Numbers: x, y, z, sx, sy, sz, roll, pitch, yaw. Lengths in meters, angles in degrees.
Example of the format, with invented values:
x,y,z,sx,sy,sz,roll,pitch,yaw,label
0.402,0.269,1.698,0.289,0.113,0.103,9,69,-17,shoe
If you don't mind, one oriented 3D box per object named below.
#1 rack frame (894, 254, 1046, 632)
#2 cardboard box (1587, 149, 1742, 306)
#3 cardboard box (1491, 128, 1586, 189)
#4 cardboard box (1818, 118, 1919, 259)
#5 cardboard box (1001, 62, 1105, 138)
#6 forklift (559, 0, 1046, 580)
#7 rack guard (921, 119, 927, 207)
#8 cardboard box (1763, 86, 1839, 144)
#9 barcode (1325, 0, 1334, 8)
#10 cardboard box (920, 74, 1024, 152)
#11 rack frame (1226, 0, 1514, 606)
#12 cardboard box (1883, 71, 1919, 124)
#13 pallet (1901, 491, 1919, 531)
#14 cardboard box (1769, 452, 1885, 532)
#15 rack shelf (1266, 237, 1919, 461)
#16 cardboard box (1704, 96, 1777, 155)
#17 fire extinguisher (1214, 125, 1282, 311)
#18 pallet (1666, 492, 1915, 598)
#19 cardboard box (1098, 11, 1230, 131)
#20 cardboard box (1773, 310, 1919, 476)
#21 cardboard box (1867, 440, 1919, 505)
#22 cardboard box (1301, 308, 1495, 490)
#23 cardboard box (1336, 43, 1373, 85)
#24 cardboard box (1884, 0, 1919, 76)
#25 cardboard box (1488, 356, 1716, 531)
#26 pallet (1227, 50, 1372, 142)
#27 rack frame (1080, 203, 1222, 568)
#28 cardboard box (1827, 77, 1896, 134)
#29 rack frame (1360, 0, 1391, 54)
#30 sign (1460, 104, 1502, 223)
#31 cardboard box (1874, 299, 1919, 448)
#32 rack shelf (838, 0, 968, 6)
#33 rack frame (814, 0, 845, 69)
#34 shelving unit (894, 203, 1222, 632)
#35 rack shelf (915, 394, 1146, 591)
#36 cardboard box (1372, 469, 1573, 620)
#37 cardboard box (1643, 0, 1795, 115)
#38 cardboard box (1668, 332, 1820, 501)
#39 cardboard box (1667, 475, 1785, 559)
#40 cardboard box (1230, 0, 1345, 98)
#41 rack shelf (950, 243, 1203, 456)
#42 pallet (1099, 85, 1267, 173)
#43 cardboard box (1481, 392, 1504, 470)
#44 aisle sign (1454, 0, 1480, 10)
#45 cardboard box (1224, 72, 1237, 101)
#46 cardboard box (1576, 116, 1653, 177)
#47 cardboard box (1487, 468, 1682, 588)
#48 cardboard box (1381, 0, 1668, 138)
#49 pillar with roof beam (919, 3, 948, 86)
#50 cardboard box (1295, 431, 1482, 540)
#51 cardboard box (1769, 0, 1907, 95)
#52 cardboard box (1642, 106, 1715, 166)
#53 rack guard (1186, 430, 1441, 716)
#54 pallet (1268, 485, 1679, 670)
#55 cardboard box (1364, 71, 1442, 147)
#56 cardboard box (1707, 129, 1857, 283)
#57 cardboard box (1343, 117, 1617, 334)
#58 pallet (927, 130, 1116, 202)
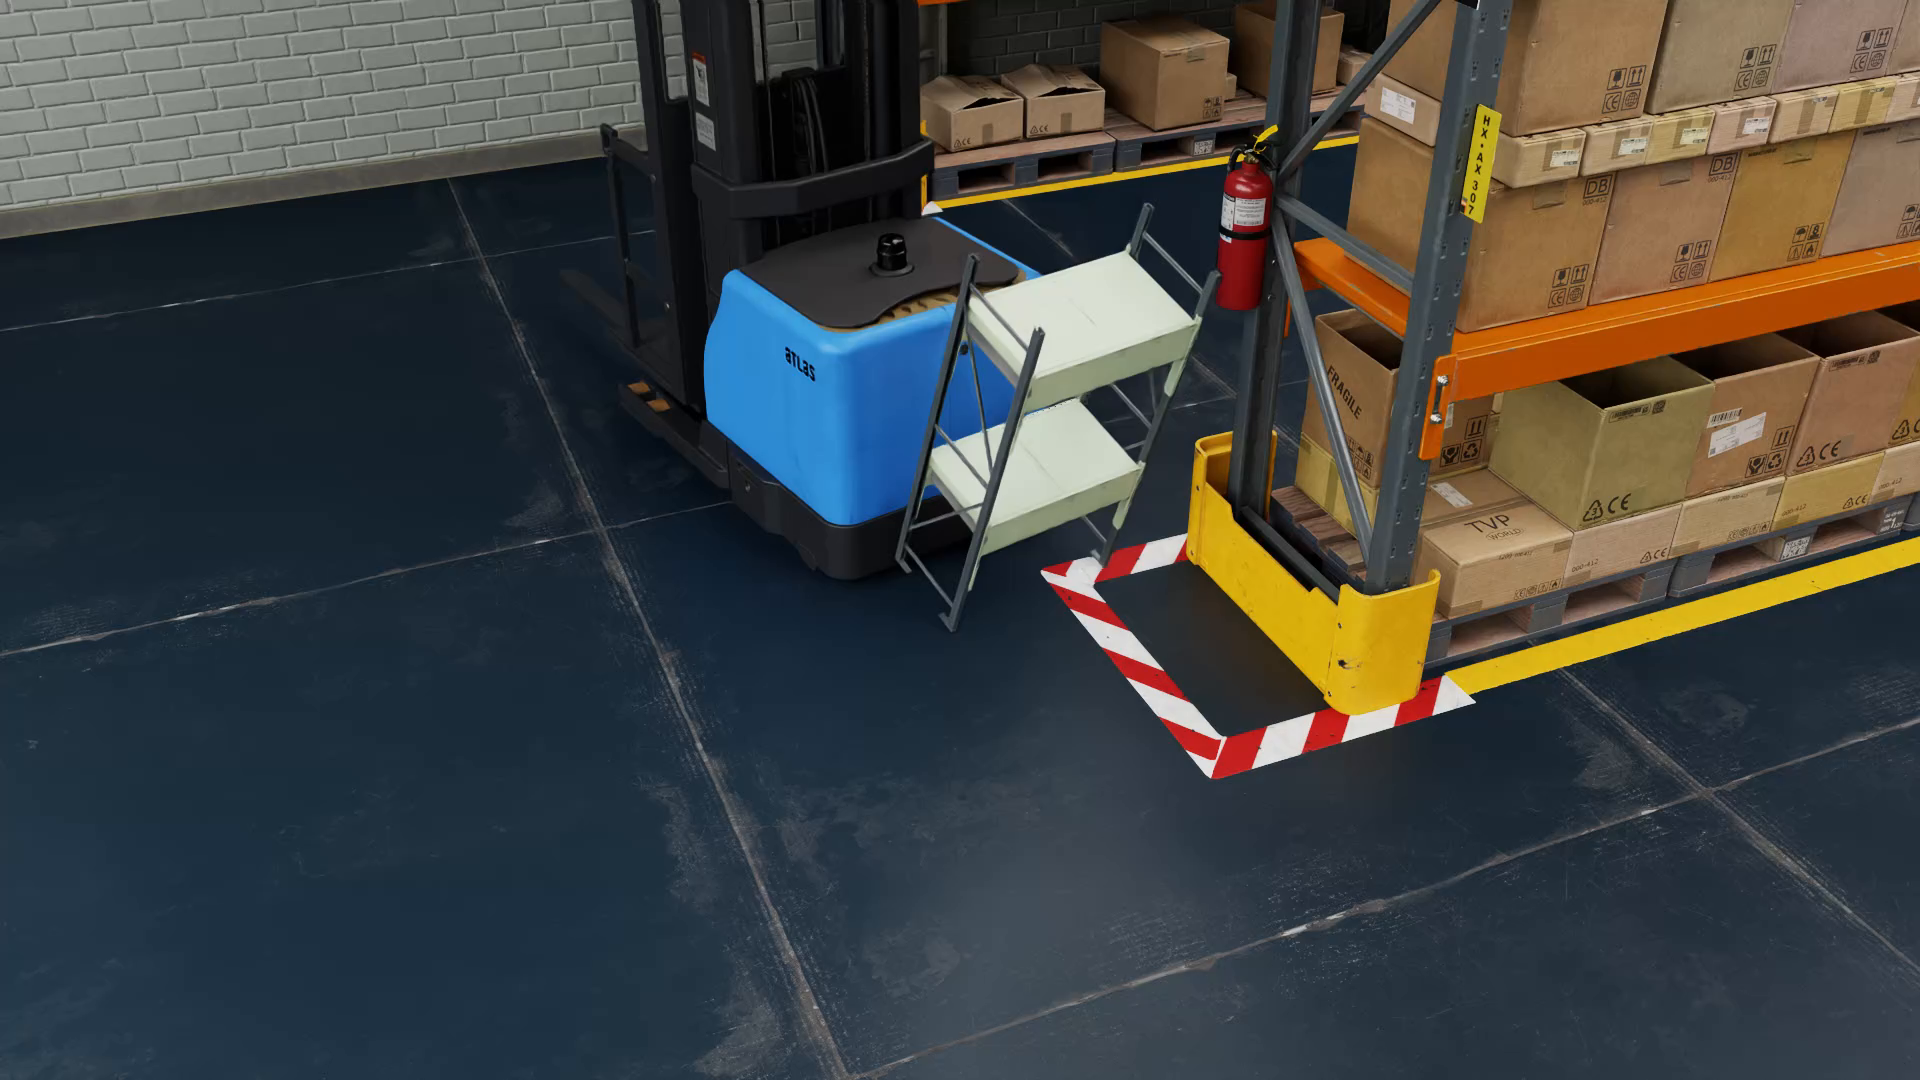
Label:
x,y,z,sx,sy,sz,roll,pitch,yaw,label
0.006,-0.284,5.745,0.023,1.500,0.400,-21,58,-29,rack frame
2.210,-1.216,5.776,0.500,0.500,0.700,-12,35,-18,cardboard box
1.737,-1.257,5.245,0.250,0.149,0.380,-13,35,-19,cardboard box
3.154,-1.431,6.107,0.500,0.500,0.700,-12,35,-18,cardboard box
0.569,-2.737,10.268,0.500,0.311,0.500,-10,34,-15,cardboard box
-0.896,-1.832,6.878,1.130,2.935,3.031,-21,38,-29,forklift
-0.559,-2.427,10.021,0.348,0.500,1.175,-13,35,-19,rack guard
2.688,-1.476,5.581,0.250,0.149,0.380,-14,36,-21,cardboard box
2.468,-3.581,11.098,0.075,0.075,0.001,-13,35,-19,barcode
0.044,-2.617,10.083,0.500,0.311,0.500,-17,37,-24,cardboard box
1.292,-0.968,5.488,0.127,3.000,1.000,-13,35,-19,rack frame
3.155,-1.581,5.743,0.250,0.149,0.380,-13,35,-18,cardboard box
4.231,-0.497,7.321,1.213,0.211,1.003,-13,35,-19,pallet
3.256,-0.309,6.611,0.500,0.250,0.500,-13,35,-19,cardboard box
3.136,-1.089,6.333,4.000,0.370,1.077,-13,35,-19,rack shelf
2.443,-1.418,5.492,0.250,0.149,0.380,-13,35,-20,cardboard box
1.003,-1.145,5.830,0.183,0.674,0.296,-13,35,-19,fire extinguisher
3.104,-0.238,6.922,1.213,0.211,1.003,-13,35,-19,pallet
1.265,-2.946,10.416,0.500,0.500,0.700,-15,36,-22,cardboard box
3.257,-0.623,6.406,0.500,0.500,0.500,-13,35,-19,cardboard box
3.717,-0.415,6.774,0.500,0.250,0.500,-13,35,-19,cardboard box
1.671,-0.569,6.323,0.500,0.500,0.500,-13,35,-19,cardboard box
2.577,-3.172,11.069,0.250,0.166,0.380,-18,37,-25,cardboard box
3.185,-1.984,5.767,0.500,0.500,0.700,-13,35,-19,cardboard box
2.333,-0.414,6.085,0.500,0.500,0.500,-13,35,-19,cardboard box
2.453,-2.975,11.128,1.213,0.211,1.003,-13,35,-19,pallet
0.602,-0.517,6.100,0.023,1.500,0.400,-21,58,-29,rack frame
2.924,-1.530,5.664,0.250,0.149,0.380,-13,35,-20,cardboard box
3.059,-4.303,10.613,0.127,3.000,1.000,-13,35,-19,rack frame
1.501,-1.084,4.799,0.005,0.325,0.100,-13,35,-19,sign
3.712,-0.736,6.579,0.500,0.500,0.500,-13,35,-19,cardboard box
1.215,-3.579,10.160,4.000,0.370,1.077,-13,35,-19,rack shelf
-0.629,-3.459,9.315,0.127,3.000,1.000,-13,35,-19,rack frame
0.304,-0.401,5.923,0.755,1.500,0.431,-21,58,-29,shelving unit
0.244,-0.189,6.163,0.720,0.370,0.431,-21,58,-29,rack shelf
1.872,0.007,6.125,0.500,0.250,0.500,-13,35,-19,cardboard box
2.259,-1.771,5.440,0.500,0.500,0.700,-14,36,-20,cardboard box
2.789,-0.526,6.257,0.500,0.500,0.500,-13,35,-19,cardboard box
2.793,-0.206,6.452,0.500,0.250,0.500,-13,35,-19,cardboard box
2.117,-3.201,10.807,0.500,0.500,0.500,-16,36,-22,cardboard box
0.376,-0.654,5.634,0.720,0.370,0.431,-21,58,-29,rack shelf
1.327,-2.715,10.729,1.213,0.211,1.003,-13,35,-19,pallet
2.128,-0.365,6.697,0.500,0.250,0.500,-13,35,-19,cardboard box
1.350,-1.890,4.521,0.004,0.787,0.394,-13,35,-19,aisle sign
1.576,-2.965,10.767,0.250,0.149,0.380,-16,36,-23,cardboard box
1.979,-1.314,5.332,0.250,0.149,0.380,-14,36,-20,cardboard box
2.332,-0.101,6.290,0.500,0.250,0.500,-13,35,-19,cardboard box
1.776,-1.657,5.266,0.500,0.500,0.700,-13,35,-19,cardboard box
1.348,-4.391,5.248,0.400,9.000,9.100,-13,35,-19,pillar with roof beam
1.672,-0.254,6.526,0.500,0.250,0.500,-13,35,-19,cardboard box
2.723,-1.878,5.605,0.500,0.500,0.700,-13,35,-19,cardboard box
2.210,-1.366,5.412,0.250,0.149,0.380,-13,35,-19,cardboard box
1.270,0.084,6.162,0.348,0.500,1.175,-13,35,-19,rack guard
1.981,0.018,6.529,1.213,0.211,1.003,-13,35,-19,pallet
1.570,-1.459,5.555,0.250,0.149,0.380,-13,35,-20,cardboard box
2.670,-1.318,5.933,0.500,0.500,0.700,-13,35,-19,cardboard box
1.727,-1.102,5.602,0.500,0.500,0.700,-13,35,-19,cardboard box
0.204,-2.460,10.337,1.213,0.211,1.003,-13,35,-19,pallet
